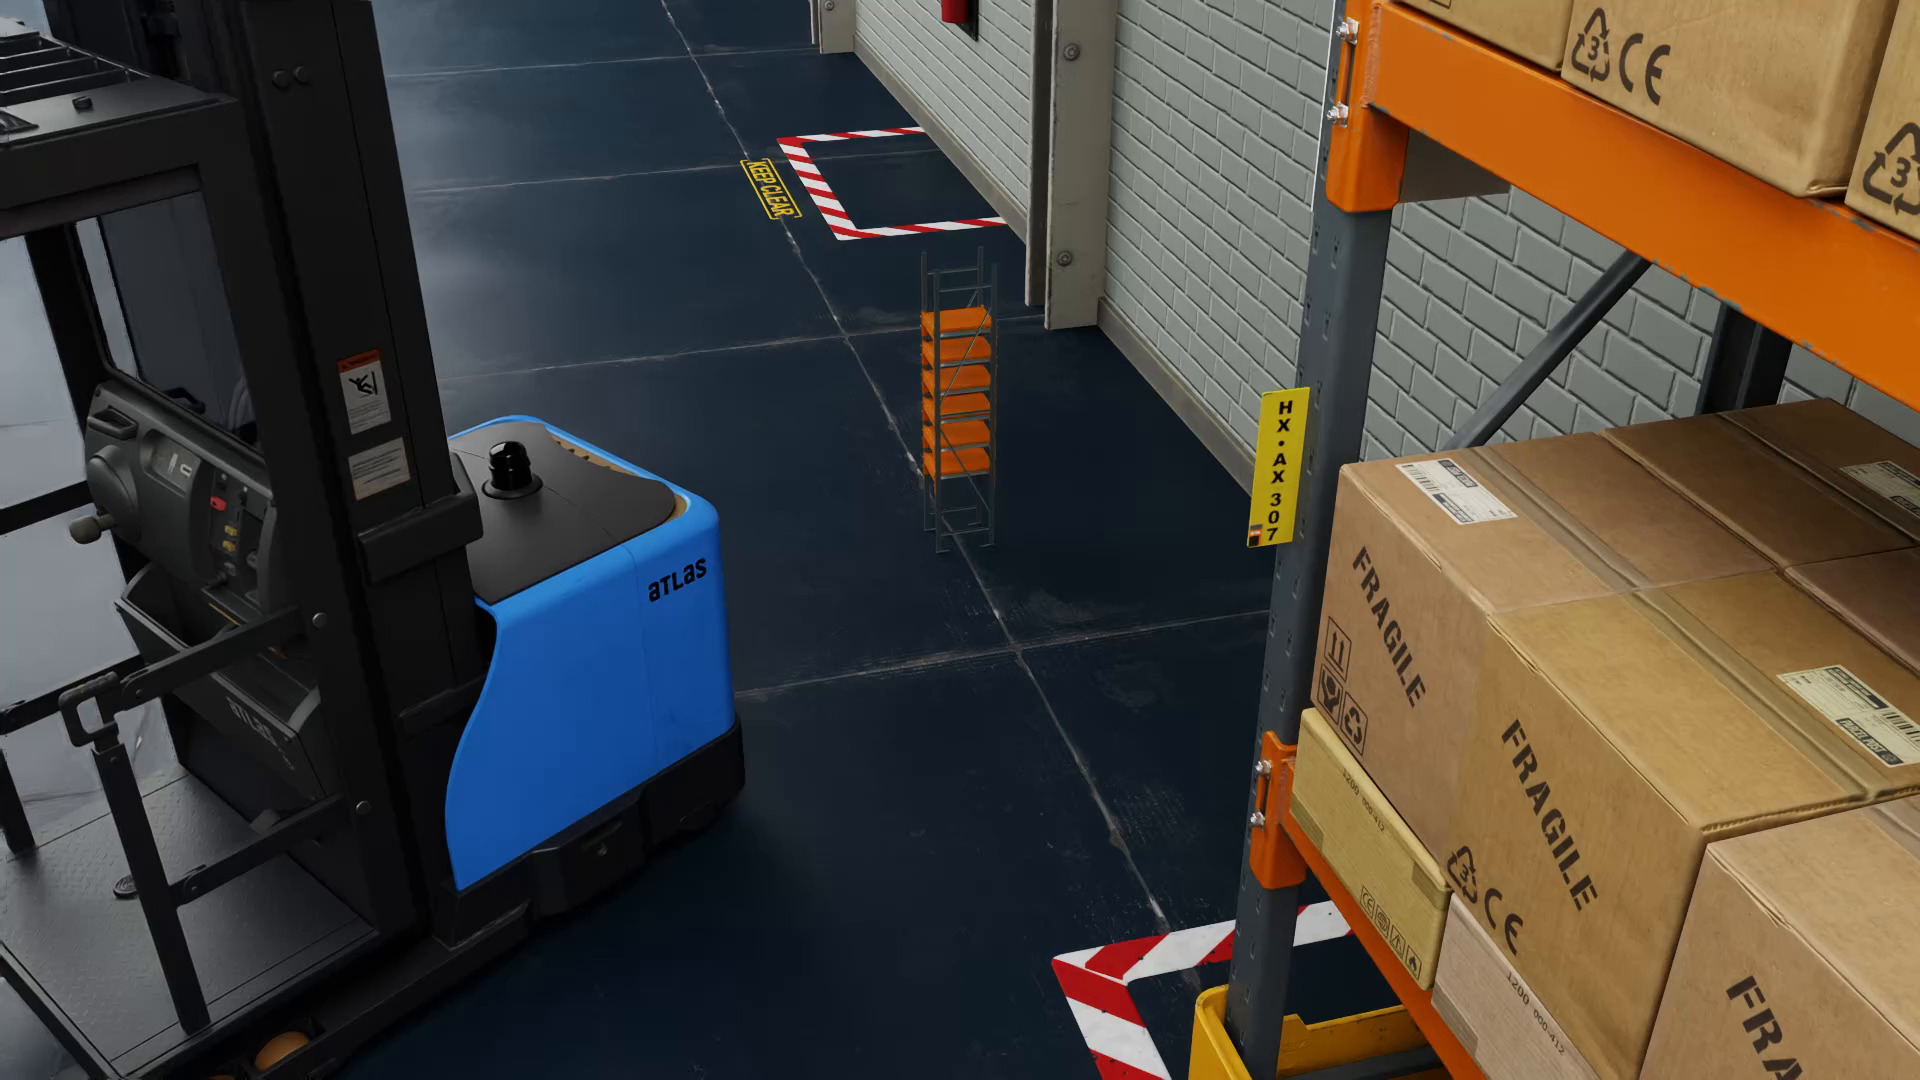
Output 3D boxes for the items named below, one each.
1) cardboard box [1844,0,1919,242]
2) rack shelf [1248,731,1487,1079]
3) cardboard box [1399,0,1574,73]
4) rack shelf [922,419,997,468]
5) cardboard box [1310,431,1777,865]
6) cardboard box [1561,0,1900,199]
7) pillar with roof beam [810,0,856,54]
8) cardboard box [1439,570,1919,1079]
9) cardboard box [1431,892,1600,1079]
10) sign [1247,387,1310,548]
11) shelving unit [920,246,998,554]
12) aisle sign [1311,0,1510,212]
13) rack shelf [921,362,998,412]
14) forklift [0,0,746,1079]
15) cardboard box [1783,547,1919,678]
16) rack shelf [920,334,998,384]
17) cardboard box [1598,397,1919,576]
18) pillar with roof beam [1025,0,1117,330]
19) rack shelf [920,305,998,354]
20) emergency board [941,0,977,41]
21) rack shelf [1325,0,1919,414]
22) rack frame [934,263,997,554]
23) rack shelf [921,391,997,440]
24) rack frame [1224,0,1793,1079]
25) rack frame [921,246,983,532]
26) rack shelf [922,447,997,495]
[{"bbox_3d":[1.220,-0.472,1.457,0.500,0.500,0.500,-6,31,-11],"label":"cardboard box"},{"bbox_3d":[1.654,1.446,1.975,1.077,0.370,4.000,-8,31,-13],"label":"rack shelf"},{"bbox_3d":[0.971,-0.986,2.345,0.500,0.500,0.500,-7,31,-12],"label":"cardboard box"},{"bbox_3d":[-0.004,-0.384,6.544,0.258,0.103,0.180,-8,31,-13],"label":"rack shelf"},{"bbox_3d":[0.960,0.171,2.841,0.500,0.500,0.500,-8,31,-13],"label":"cardboard box"},{"bbox_3d":[1.079,-0.722,1.889,0.500,0.500,0.500,-6,31,-10],"label":"cardboard box"},{"bbox_3d":[-5.193,-7.428,10.599,9.100,9.000,0.400,-8,31,-13],"label":"pillar with roof beam"},{"bbox_3d":[1.081,0.411,2.426,0.500,0.500,0.500,-8,31,-13],"label":"cardboard box"},{"bbox_3d":[1.098,0.752,2.586,0.500,0.250,0.500,-9,31,-15],"label":"cardboard box"},{"bbox_3d":[0.600,-0.133,3.122,0.100,0.325,0.005,-8,31,-13],"label":"sign"},{"bbox_3d":[-0.004,-0.526,6.461,0.258,1.200,0.189,-8,31,-13],"label":"shelving unit"},{"bbox_3d":[0.815,-0.951,2.803,0.394,0.787,0.004,-8,31,-13],"label":"aisle sign"},{"bbox_3d":[-0.004,-0.592,6.424,0.258,0.103,0.180,-8,31,-13],"label":"rack shelf"},{"bbox_3d":[-2.034,-0.049,3.909,1.130,2.935,3.031,24,38,35],"label":"forklift"},{"bbox_3d":[1.577,0.345,2.541,0.500,0.500,0.500,-7,31,-13],"label":"cardboard box"},{"bbox_3d":[-0.004,-0.696,6.364,0.258,0.103,0.180,-8,31,-13],"label":"rack shelf"},{"bbox_3d":[1.453,0.100,2.964,0.500,0.500,0.500,-8,31,-14],"label":"cardboard box"},{"bbox_3d":[-3.600,-4.530,5.593,9.100,9.000,0.400,-8,31,-13],"label":"pillar with roof beam"},{"bbox_3d":[-0.004,-0.799,6.303,0.258,0.103,0.180,-8,31,-13],"label":"rack shelf"},{"bbox_3d":[-0.069,-3.704,10.155,0.194,1.169,0.643,-8,31,-13],"label":"emergency board"},{"bbox_3d":[1.654,0.148,1.223,1.077,0.370,4.000,-8,31,-13],"label":"rack shelf"},{"bbox_3d":[0.020,-0.482,6.385,0.240,1.200,0.006,-8,31,-13],"label":"rack frame"},{"bbox_3d":[-0.004,-0.488,6.484,0.258,0.103,0.180,-8,31,-13],"label":"rack shelf"},{"bbox_3d":[1.123,0.169,3.463,1.000,3.000,0.127,-8,31,-13],"label":"rack frame"},{"bbox_3d":[-0.028,-0.570,6.538,0.240,1.200,0.006,-8,31,-13],"label":"rack frame"},{"bbox_3d":[-0.004,-0.280,6.604,0.258,0.103,0.180,-8,31,-13],"label":"rack shelf"}]
